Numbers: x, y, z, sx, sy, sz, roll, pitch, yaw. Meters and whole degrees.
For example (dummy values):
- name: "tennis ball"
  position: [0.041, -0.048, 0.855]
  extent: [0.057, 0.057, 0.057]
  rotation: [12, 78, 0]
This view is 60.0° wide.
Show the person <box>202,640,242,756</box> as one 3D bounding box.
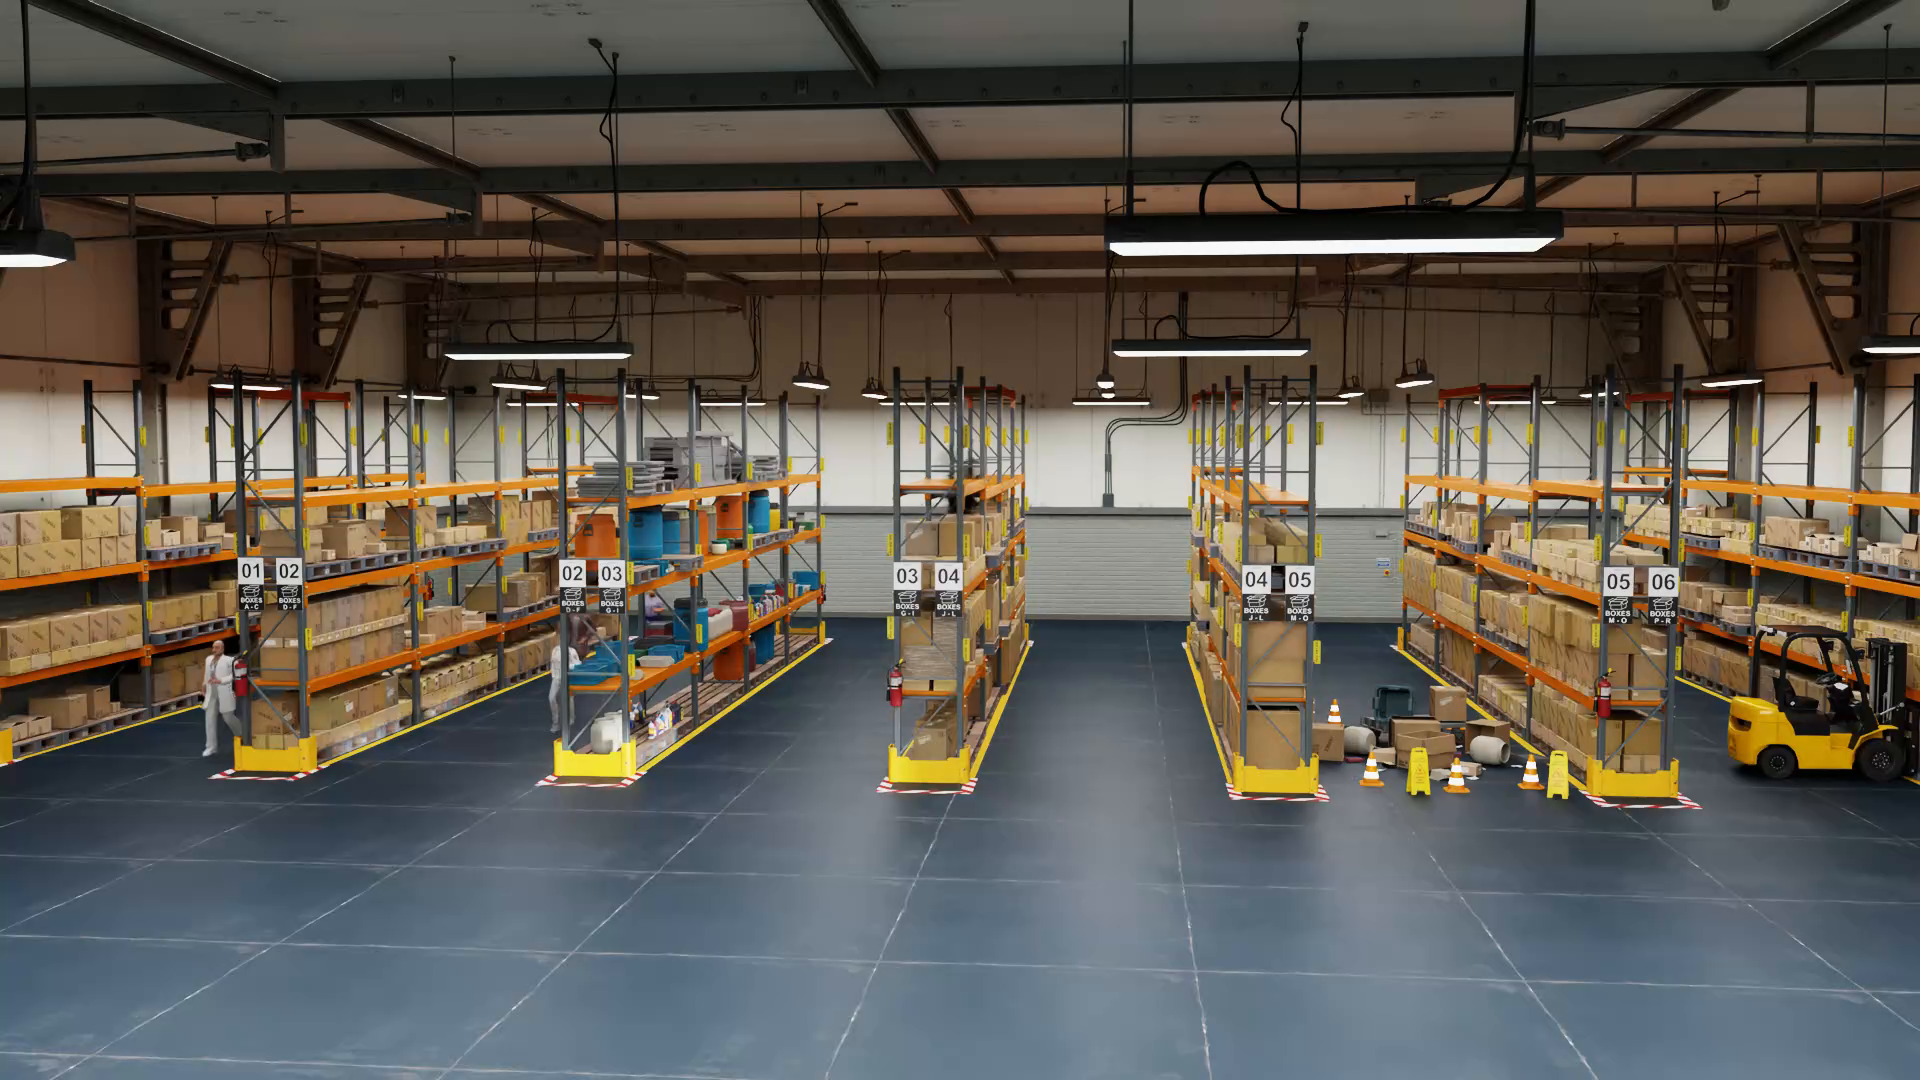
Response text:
- name: "person"
  position: [-11.637, 2.497, 26.193]
  extent: [0.717, 1.667, 1.077]
  rotation: [0, 4, 6]

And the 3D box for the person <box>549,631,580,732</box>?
- name: "person"
  position: [-6.752, 2.411, 28.438]
  extent: [0.596, 1.748, 0.760]
  rotation: [0, 4, 6]

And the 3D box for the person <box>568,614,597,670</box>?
- name: "person"
  position: [-7.628, 2.094, 33.194]
  extent: [0.740, 1.726, 0.722]
  rotation: [0, 4, 6]

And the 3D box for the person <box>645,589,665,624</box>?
- name: "person"
  position: [-6.928, 1.904, 37.432]
  extent: [0.570, 1.625, 0.822]
  rotation: [-1, 4, -9]
